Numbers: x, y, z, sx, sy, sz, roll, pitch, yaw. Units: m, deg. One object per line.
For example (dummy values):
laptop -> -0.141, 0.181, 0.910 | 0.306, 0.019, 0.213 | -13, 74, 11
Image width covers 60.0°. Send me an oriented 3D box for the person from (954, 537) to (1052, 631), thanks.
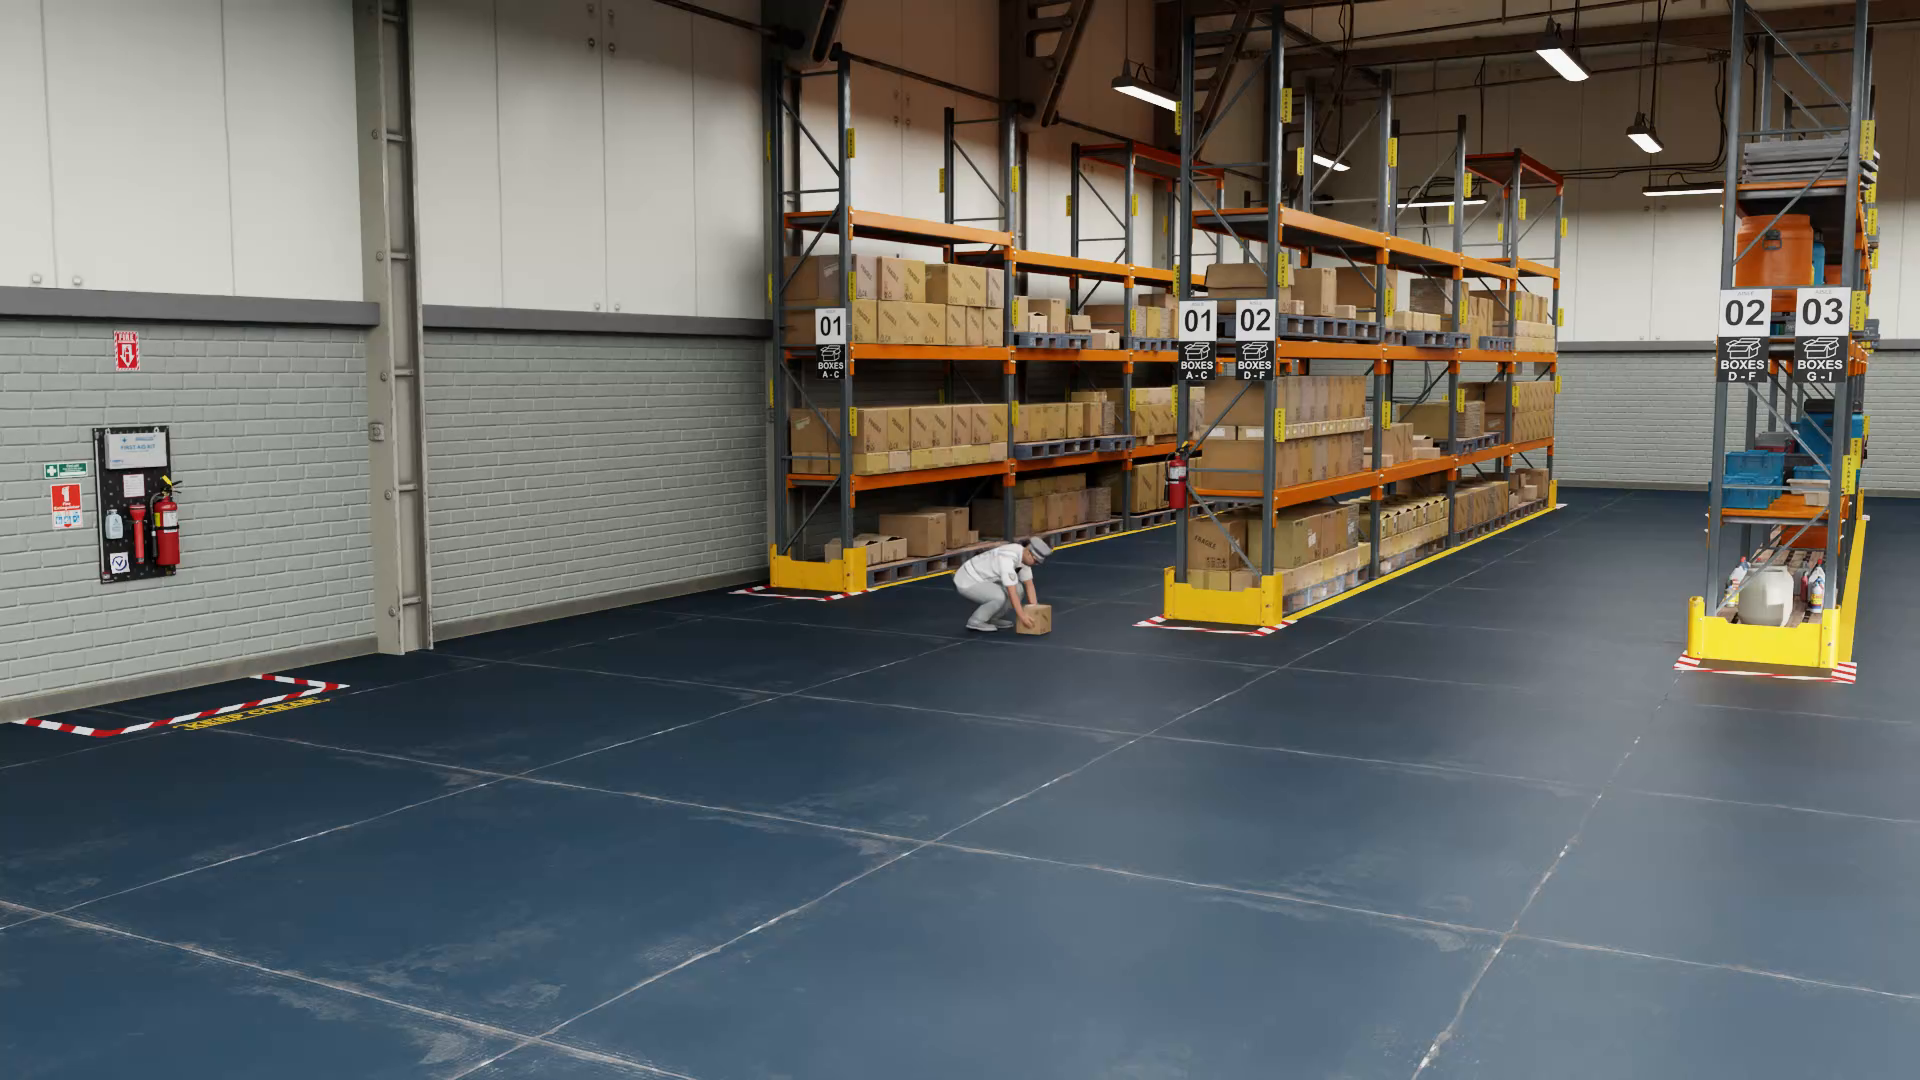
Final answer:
person -> 0.421, 0.419, 16.142 | 0.953, 0.920, 0.562 | 3, 7, 29
